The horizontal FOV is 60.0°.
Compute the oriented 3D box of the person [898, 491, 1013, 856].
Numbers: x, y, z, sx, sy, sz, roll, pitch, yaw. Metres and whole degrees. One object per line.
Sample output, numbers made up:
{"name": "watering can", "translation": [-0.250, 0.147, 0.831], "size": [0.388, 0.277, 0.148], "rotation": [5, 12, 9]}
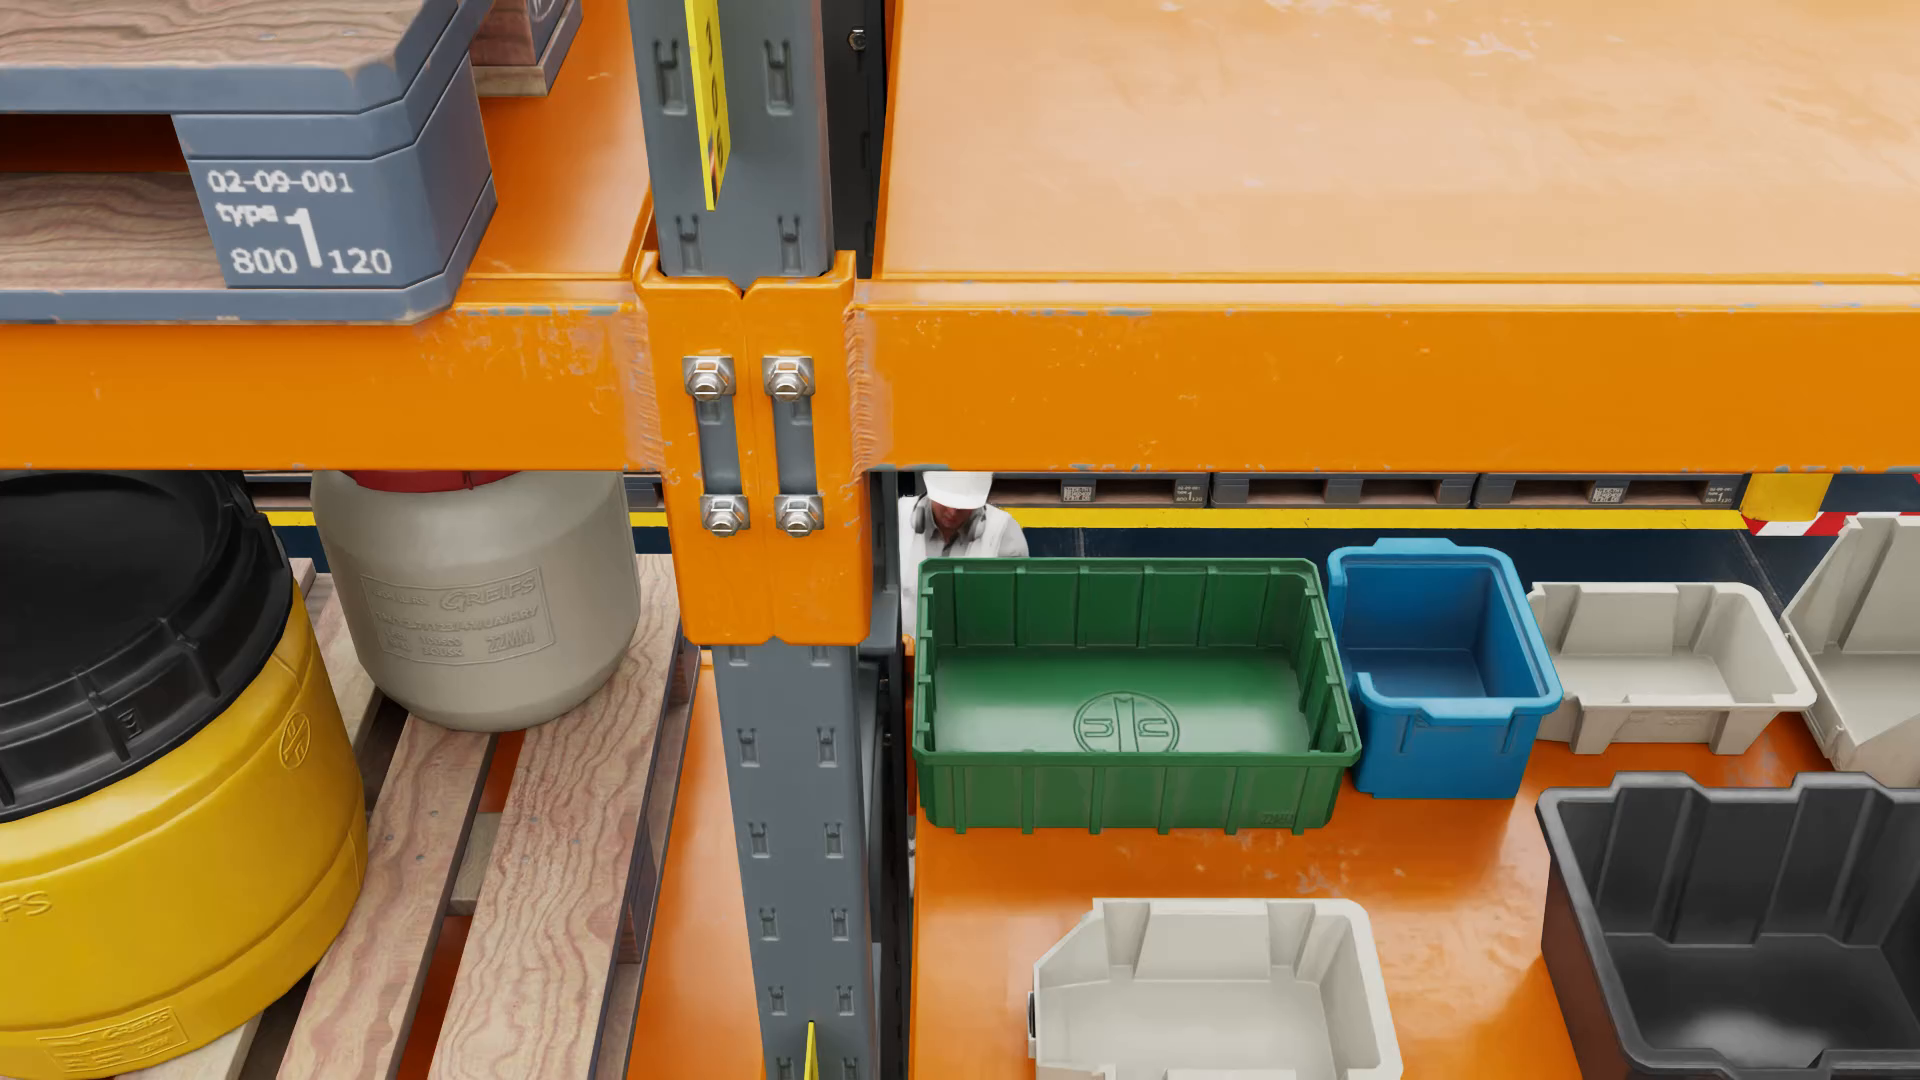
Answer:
{"name": "person", "translation": [-0.046, 0.440, 5.740], "size": [0.446, 1.470, 0.595], "rotation": [6, 40, 7]}
